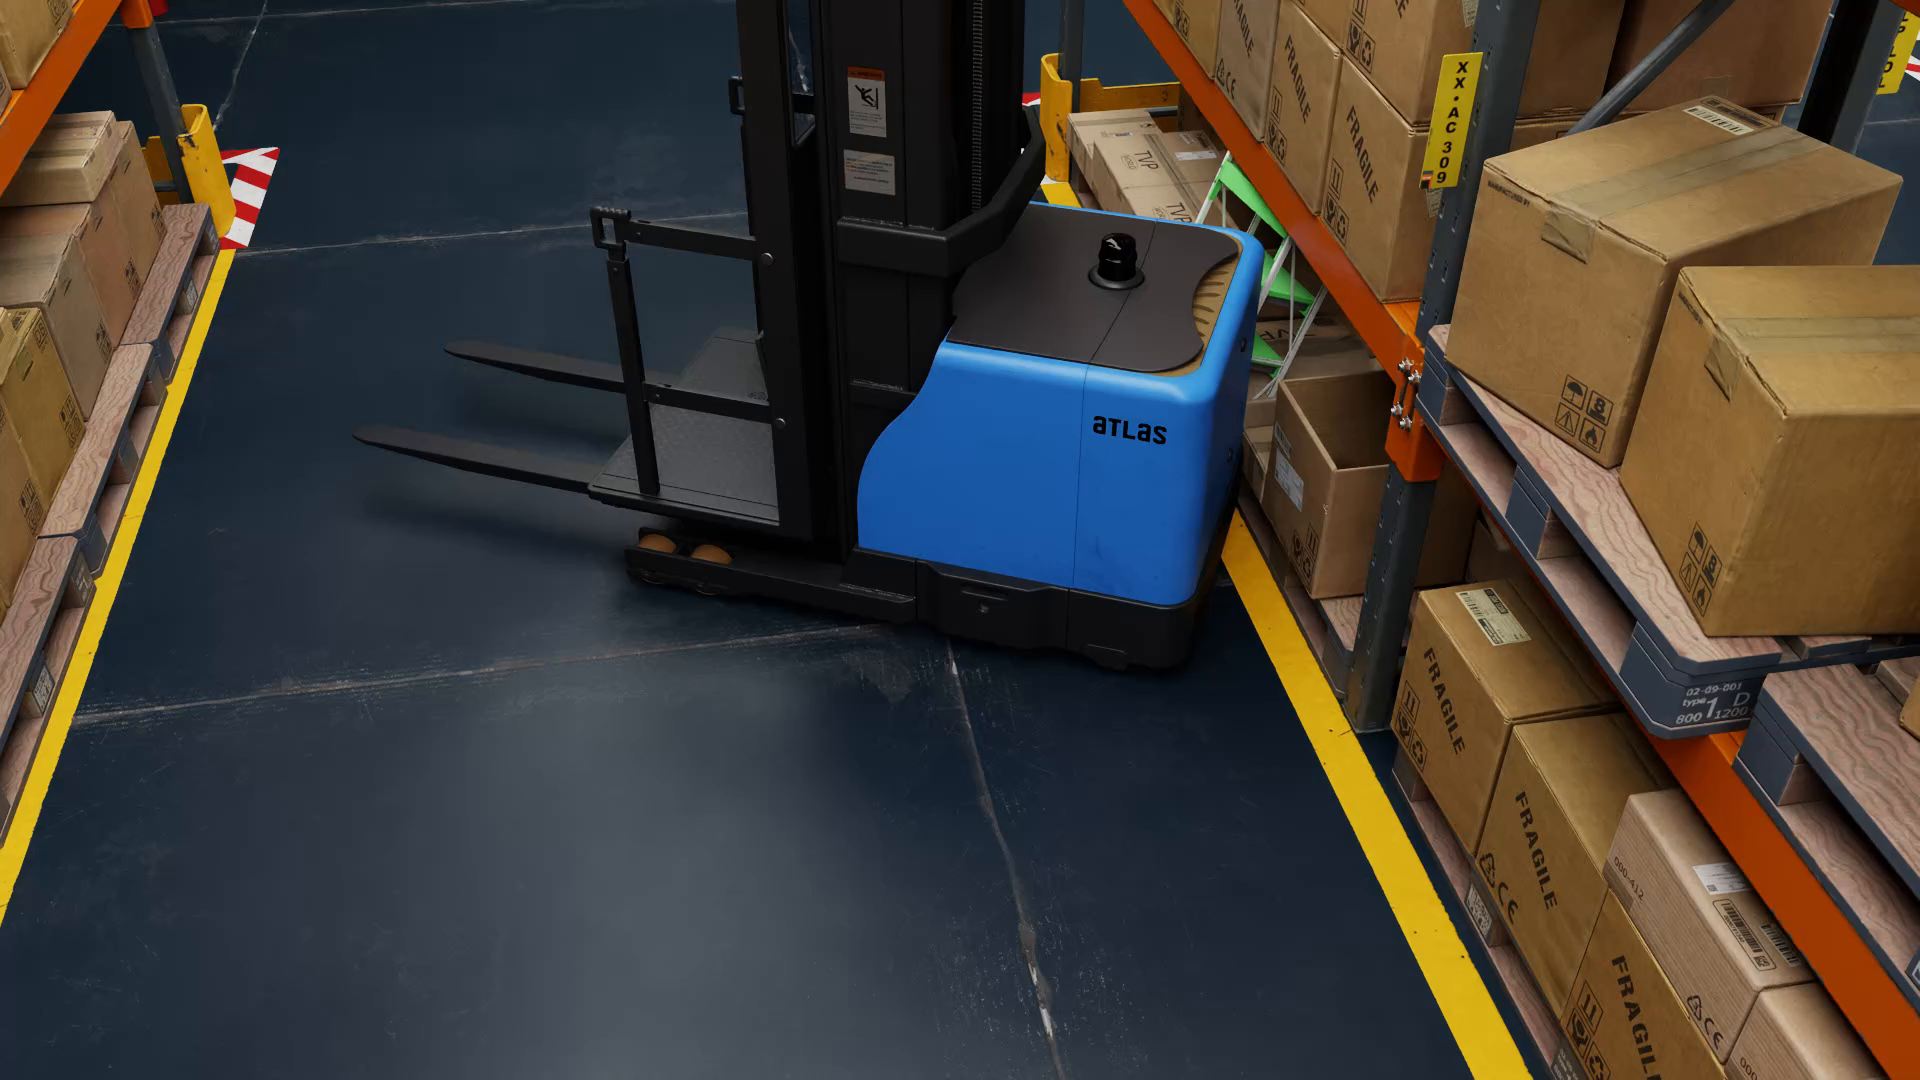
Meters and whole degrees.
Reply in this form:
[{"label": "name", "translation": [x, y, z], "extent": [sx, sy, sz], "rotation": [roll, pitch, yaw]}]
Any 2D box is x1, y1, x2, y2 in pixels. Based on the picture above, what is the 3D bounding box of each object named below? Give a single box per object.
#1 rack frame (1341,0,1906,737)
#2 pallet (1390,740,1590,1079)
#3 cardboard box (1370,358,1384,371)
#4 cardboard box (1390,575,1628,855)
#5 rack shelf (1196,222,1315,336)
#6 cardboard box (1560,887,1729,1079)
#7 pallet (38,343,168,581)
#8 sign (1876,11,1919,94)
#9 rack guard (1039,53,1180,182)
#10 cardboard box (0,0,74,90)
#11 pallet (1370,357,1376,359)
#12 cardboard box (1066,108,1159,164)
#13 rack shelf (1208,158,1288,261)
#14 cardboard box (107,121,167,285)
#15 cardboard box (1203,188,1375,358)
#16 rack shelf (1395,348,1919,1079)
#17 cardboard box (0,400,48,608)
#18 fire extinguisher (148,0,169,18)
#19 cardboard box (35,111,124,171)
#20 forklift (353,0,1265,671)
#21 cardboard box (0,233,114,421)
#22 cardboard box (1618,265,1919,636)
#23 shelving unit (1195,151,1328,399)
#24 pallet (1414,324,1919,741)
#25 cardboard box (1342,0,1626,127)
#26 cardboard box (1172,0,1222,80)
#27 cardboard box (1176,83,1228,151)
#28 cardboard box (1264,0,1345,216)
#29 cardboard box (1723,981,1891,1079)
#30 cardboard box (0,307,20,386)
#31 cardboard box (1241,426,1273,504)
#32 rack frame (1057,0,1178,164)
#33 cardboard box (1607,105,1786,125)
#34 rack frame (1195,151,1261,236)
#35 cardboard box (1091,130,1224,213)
[{"label": "rack frame", "translation": [1.669, -0.686, 4.188], "extent": [1.000, 3.000, 0.127], "rotation": [-6, 38, -8]}, {"label": "pallet", "translation": [1.849, 0.902, 4.417], "extent": [1.003, 0.211, 1.213], "rotation": [-6, 38, -8]}, {"label": "cardboard box", "translation": [1.647, -0.539, 5.950], "extent": [0.380, 0.166, 0.250], "rotation": [-6, 38, -8]}, {"label": "cardboard box", "translation": [1.514, 0.446, 4.410], "extent": [0.500, 0.500, 0.500], "rotation": [-8, 39, -10]}, {"label": "rack shelf", "translation": [0.973, -0.879, 5.609], "extent": [0.258, 0.148, 0.480], "rotation": [7, 32, -28]}, {"label": "cardboard box", "translation": [1.698, 1.069, 3.608], "extent": [0.500, 0.500, 0.500], "rotation": [-6, 38, -7]}, {"label": "pallet", "translation": [-3.481, -0.256, 5.907], "extent": [1.003, 0.211, 1.213], "rotation": [-6, 38, -8]}, {"label": "sign", "translation": [2.215, -1.205, 3.913], "extent": [0.100, 0.325, 0.005], "rotation": [-6, 38, -8]}, {"label": "rack guard", "translation": [0.981, -2.069, 8.006], "extent": [1.175, 0.500, 0.348], "rotation": [-6, 38, -8]}, {"label": "cardboard box", "translation": [-3.671, -1.940, 5.558], "extent": [0.980, 0.700, 0.700], "rotation": [-7, 38, -8]}, {"label": "pallet", "translation": [1.332, -0.738, 6.528], "extent": [1.003, 0.211, 1.213], "rotation": [-6, 38, -8]}, {"label": "cardboard box", "translation": [0.703, -1.860, 7.665], "extent": [0.380, 0.149, 0.250], "rotation": [-6, 38, -8]}, {"label": "rack shelf", "translation": [1.056, -1.074, 5.496], "extent": [0.258, 0.148, 0.480], "rotation": [7, 32, -28]}, {"label": "cardboard box", "translation": [-3.688, -1.334, 6.717], "extent": [0.700, 0.500, 0.500], "rotation": [-6, 38, -8]}, {"label": "cardboard box", "translation": [1.334, -1.008, 6.279], "extent": [0.797, 0.503, 0.637], "rotation": [-6, 38, -8]}, {"label": "rack shelf", "translation": [2.019, 0.806, 2.854], "extent": [1.077, 0.370, 4.000], "rotation": [-6, 38, -8]}, {"label": "cardboard box", "translation": [-3.323, -0.096, 5.124], "extent": [0.700, 0.500, 0.500], "rotation": [-7, 38, -8]}, {"label": "fire extinguisher", "translation": [-3.481, -2.530, 6.929], "extent": [0.296, 0.674, 0.183], "rotation": [-6, 38, -8]}, {"label": "cardboard box", "translation": [-3.486, -1.532, 6.443], "extent": [0.380, 0.149, 0.250], "rotation": [-7, 38, -8]}, {"label": "forklift", "translation": [-0.600, -1.271, 4.997], "extent": [3.031, 2.935, 1.130], "rotation": [11, 39, 13]}, {"label": "cardboard box", "translation": [-3.511, -0.728, 5.937], "extent": [0.700, 0.500, 0.500], "rotation": [-7, 38, -9]}, {"label": "cardboard box", "translation": [1.715, -0.173, 3.104], "extent": [0.700, 0.500, 0.500], "rotation": [-1, 38, -1]}, {"label": "shelving unit", "translation": [0.912, -0.736, 5.691], "extent": [0.258, 1.200, 0.503], "rotation": [7, 32, -28]}, {"label": "pallet", "translation": [1.701, -0.116, 3.611], "extent": [1.003, 0.211, 1.213], "rotation": [-6, 38, -8]}, {"label": "cardboard box", "translation": [1.325, -1.398, 4.208], "extent": [0.500, 0.500, 0.500], "rotation": [-6, 38, -8]}, {"label": "cardboard box", "translation": [1.053, -1.929, 5.706], "extent": [0.500, 0.500, 0.500], "rotation": [-6, 38, -7]}, {"label": "cardboard box", "translation": [1.305, -1.987, 7.541], "extent": [0.500, 0.500, 0.500], "rotation": [-6, 38, -8]}, {"label": "cardboard box", "translation": [1.237, -1.311, 4.911], "extent": [0.500, 0.500, 0.500], "rotation": [-5, 38, -7]}, {"label": "cardboard box", "translation": [1.777, 1.056, 3.013], "extent": [0.500, 0.250, 0.500], "rotation": [-7, 38, -9]}, {"label": "cardboard box", "translation": [-3.210, -0.590, 5.231], "extent": [0.380, 0.149, 0.250], "rotation": [-7, 38, -9]}, {"label": "cardboard box", "translation": [1.165, -0.268, 5.615], "extent": [0.380, 0.149, 0.250], "rotation": [-6, 38, -8]}, {"label": "rack frame", "translation": [0.967, -3.102, 7.298], "extent": [1.000, 3.000, 0.127], "rotation": [-6, 38, -8]}, {"label": "cardboard box", "translation": [1.848, -1.063, 4.591], "extent": [0.500, 0.500, 0.500], "rotation": [-5, 38, -7]}, {"label": "rack frame", "translation": [0.830, -0.876, 5.874], "extent": [0.240, 1.200, 0.015], "rotation": [7, 32, -28]}, {"label": "cardboard box", "translation": [0.871, -1.529, 7.156], "extent": [0.500, 0.250, 0.500], "rotation": [-6, 38, -8]}]
